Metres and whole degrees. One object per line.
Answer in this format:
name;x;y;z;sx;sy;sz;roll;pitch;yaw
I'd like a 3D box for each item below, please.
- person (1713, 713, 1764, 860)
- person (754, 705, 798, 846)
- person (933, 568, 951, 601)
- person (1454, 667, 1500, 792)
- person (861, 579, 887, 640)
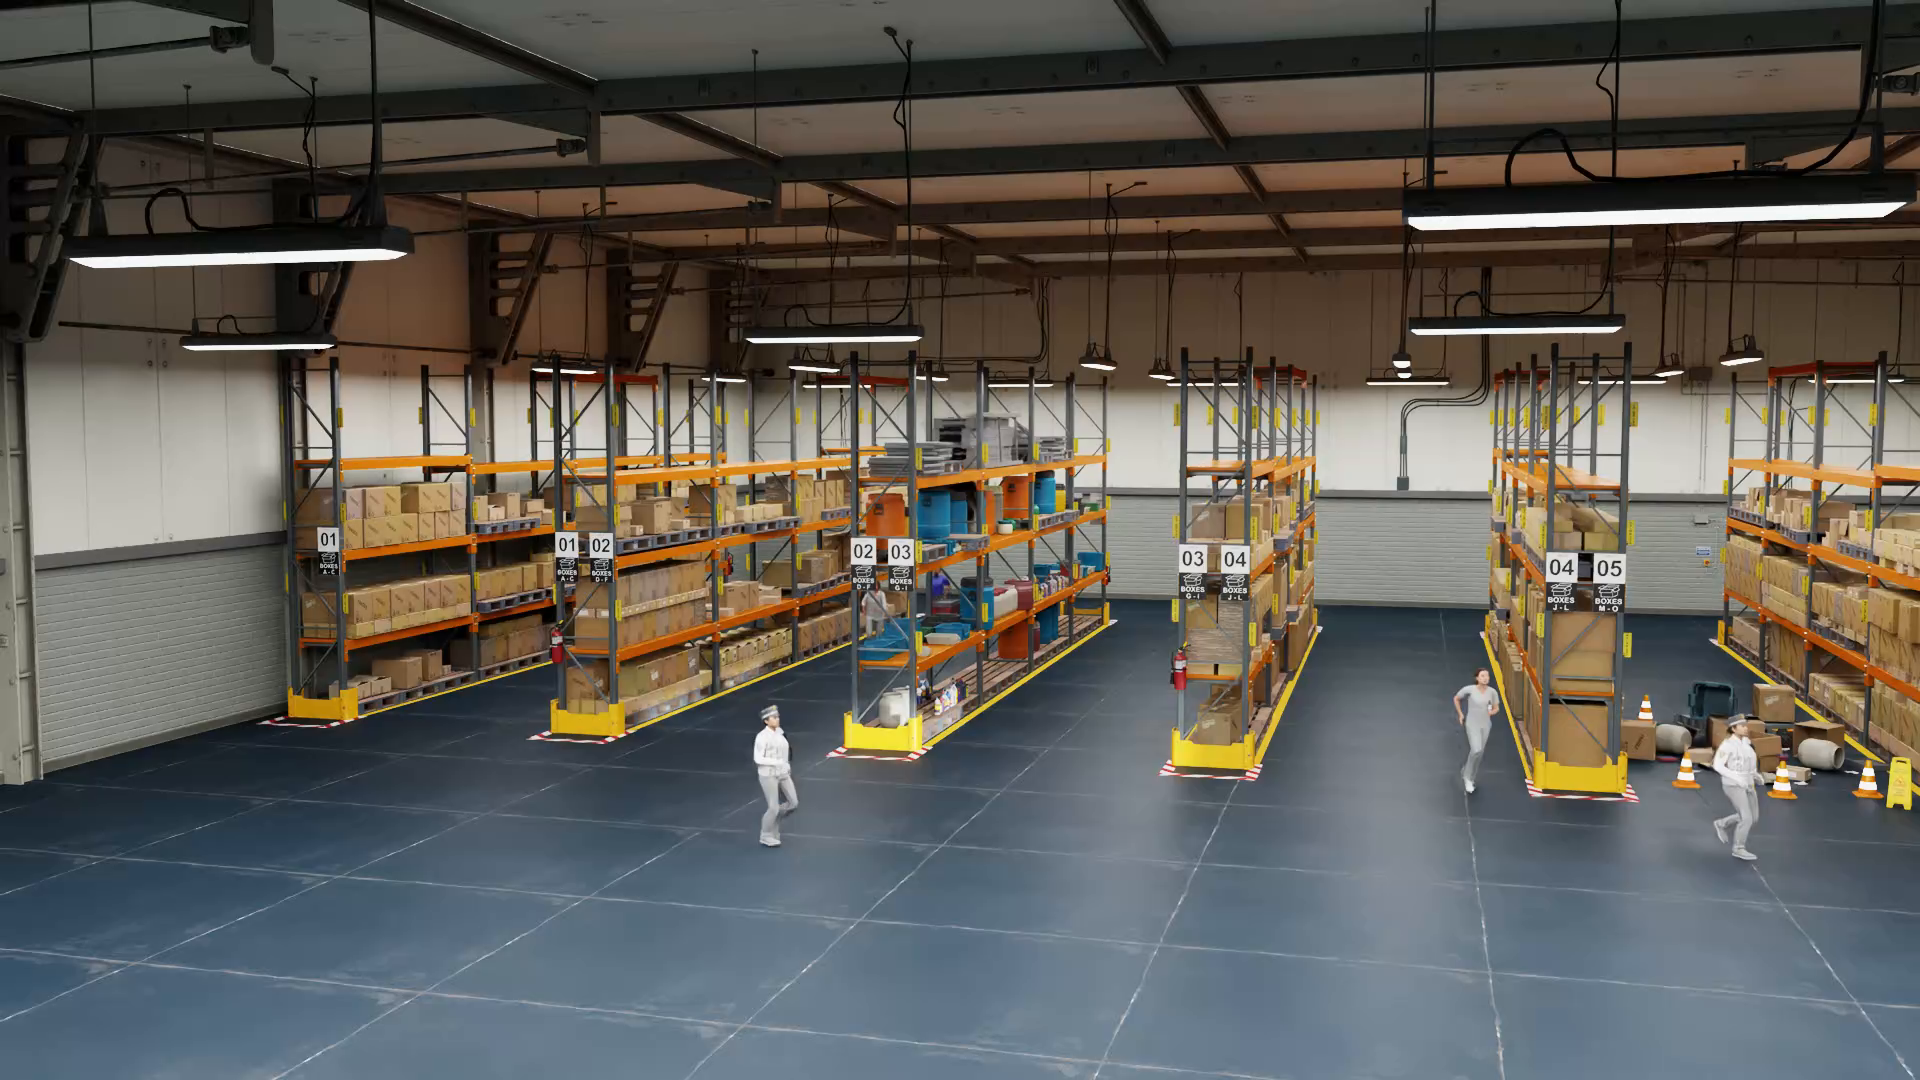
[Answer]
person;8.839;2.784;18.973;0.615;1.648;0.588;-2;5;-30
person;-2.113;2.742;19.373;0.554;1.656;0.602;3;5;36
person;-0.513;1.449;37.972;0.548;1.568;0.681;1;4;8
person;6.981;2.548;22.431;0.549;1.676;0.686;0;4;-6
person;-1.667;1.564;32.130;0.506;1.631;0.646;0;4;1
